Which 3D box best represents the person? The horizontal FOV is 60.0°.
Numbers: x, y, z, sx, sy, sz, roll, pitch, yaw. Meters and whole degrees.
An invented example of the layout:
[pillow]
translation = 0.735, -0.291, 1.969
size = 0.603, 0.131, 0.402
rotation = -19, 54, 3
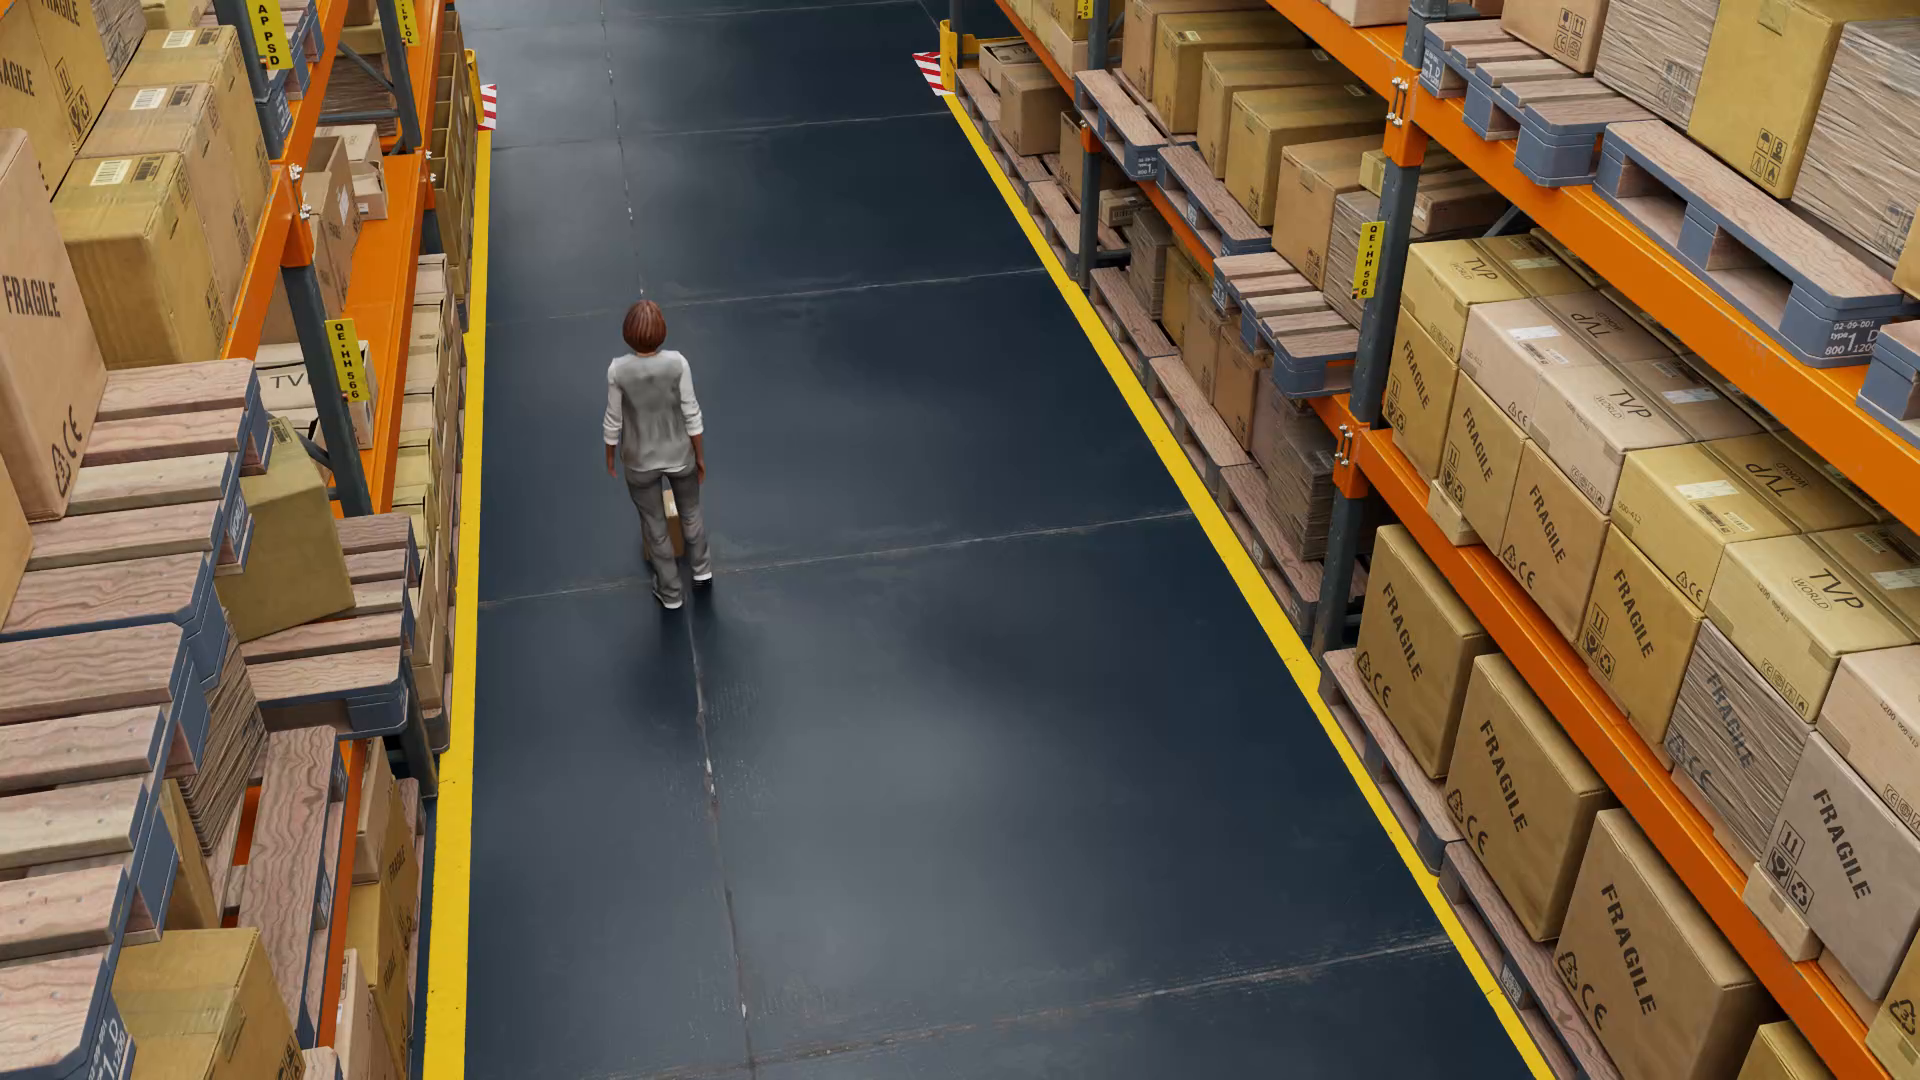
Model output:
[person]
translation = -1.423, -0.403, 7.742
size = 0.446, 1.622, 0.464
rotation = -11, 36, -16
